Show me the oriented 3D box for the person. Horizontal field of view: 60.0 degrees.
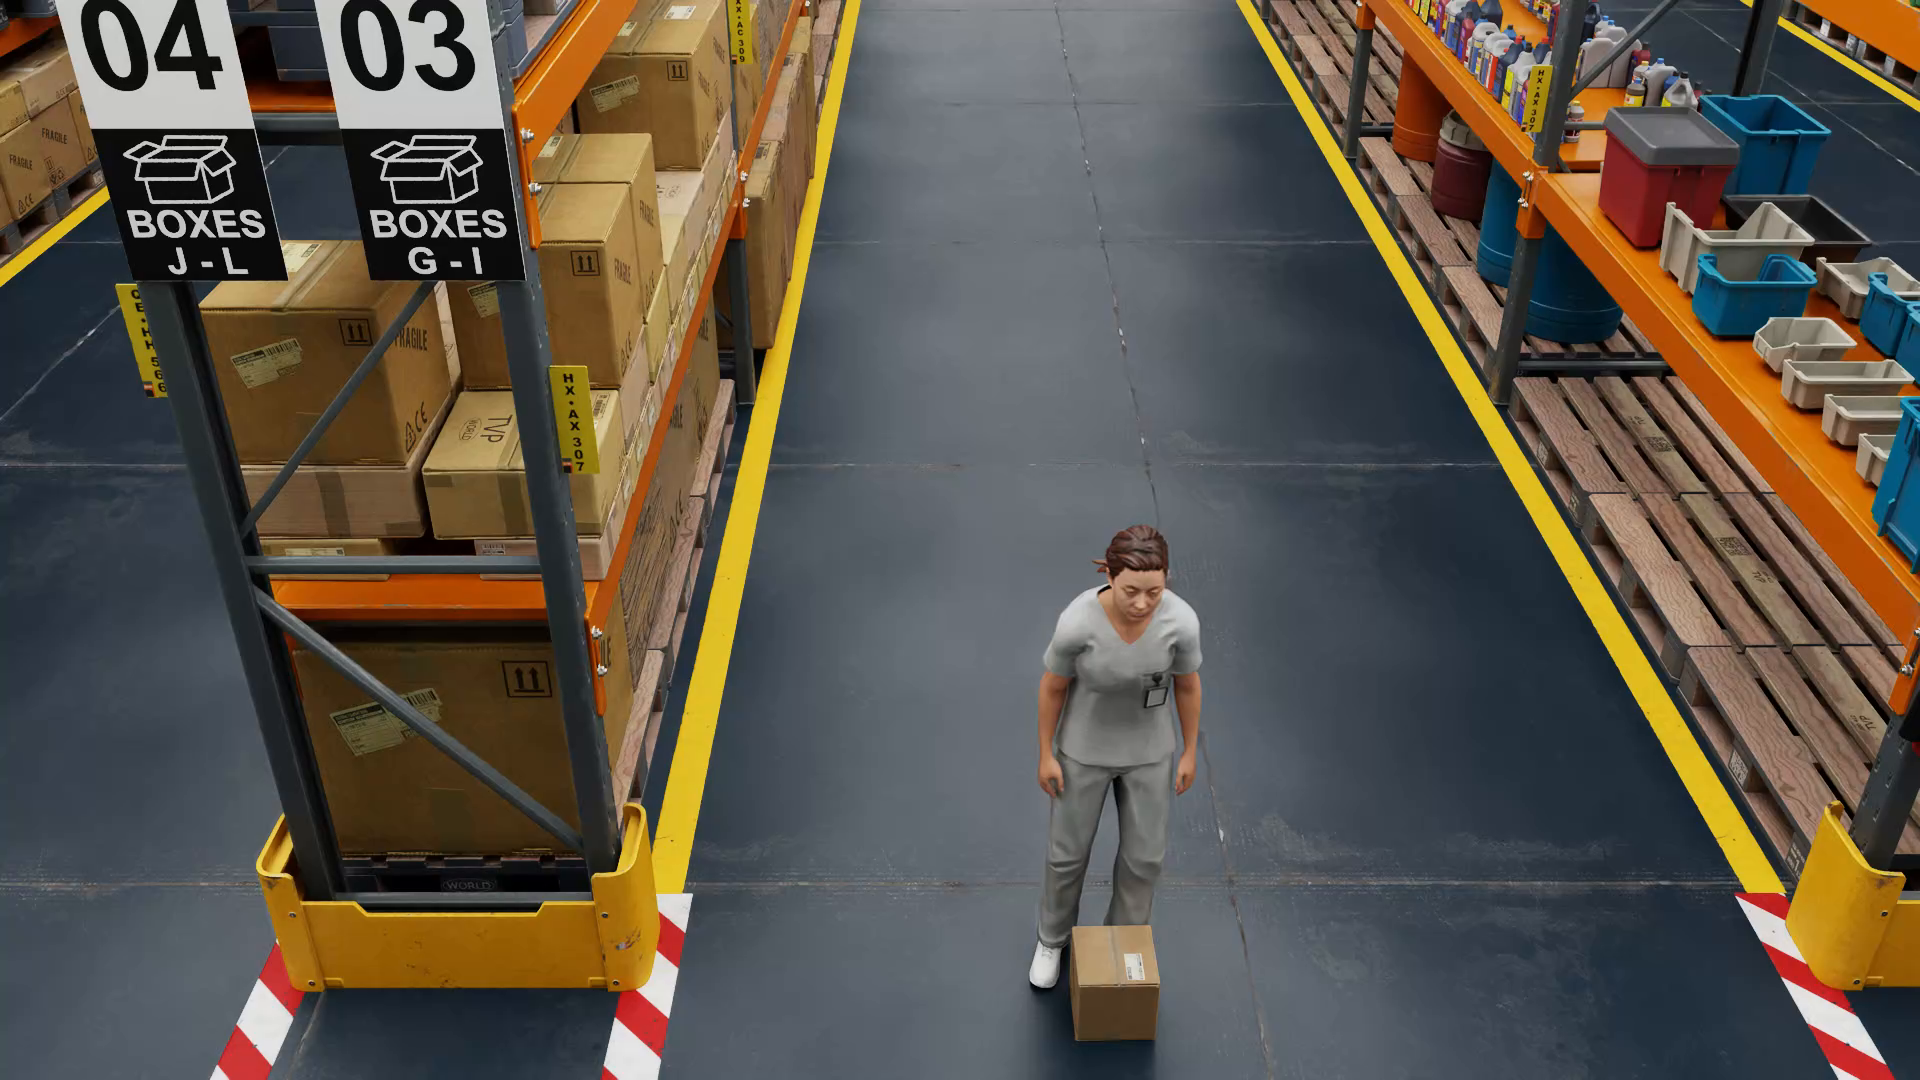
[{"bbox_3d":[0.475,0.672,5.046,0.504,1.673,0.406,-1,32,-2],"label":"person"}]
